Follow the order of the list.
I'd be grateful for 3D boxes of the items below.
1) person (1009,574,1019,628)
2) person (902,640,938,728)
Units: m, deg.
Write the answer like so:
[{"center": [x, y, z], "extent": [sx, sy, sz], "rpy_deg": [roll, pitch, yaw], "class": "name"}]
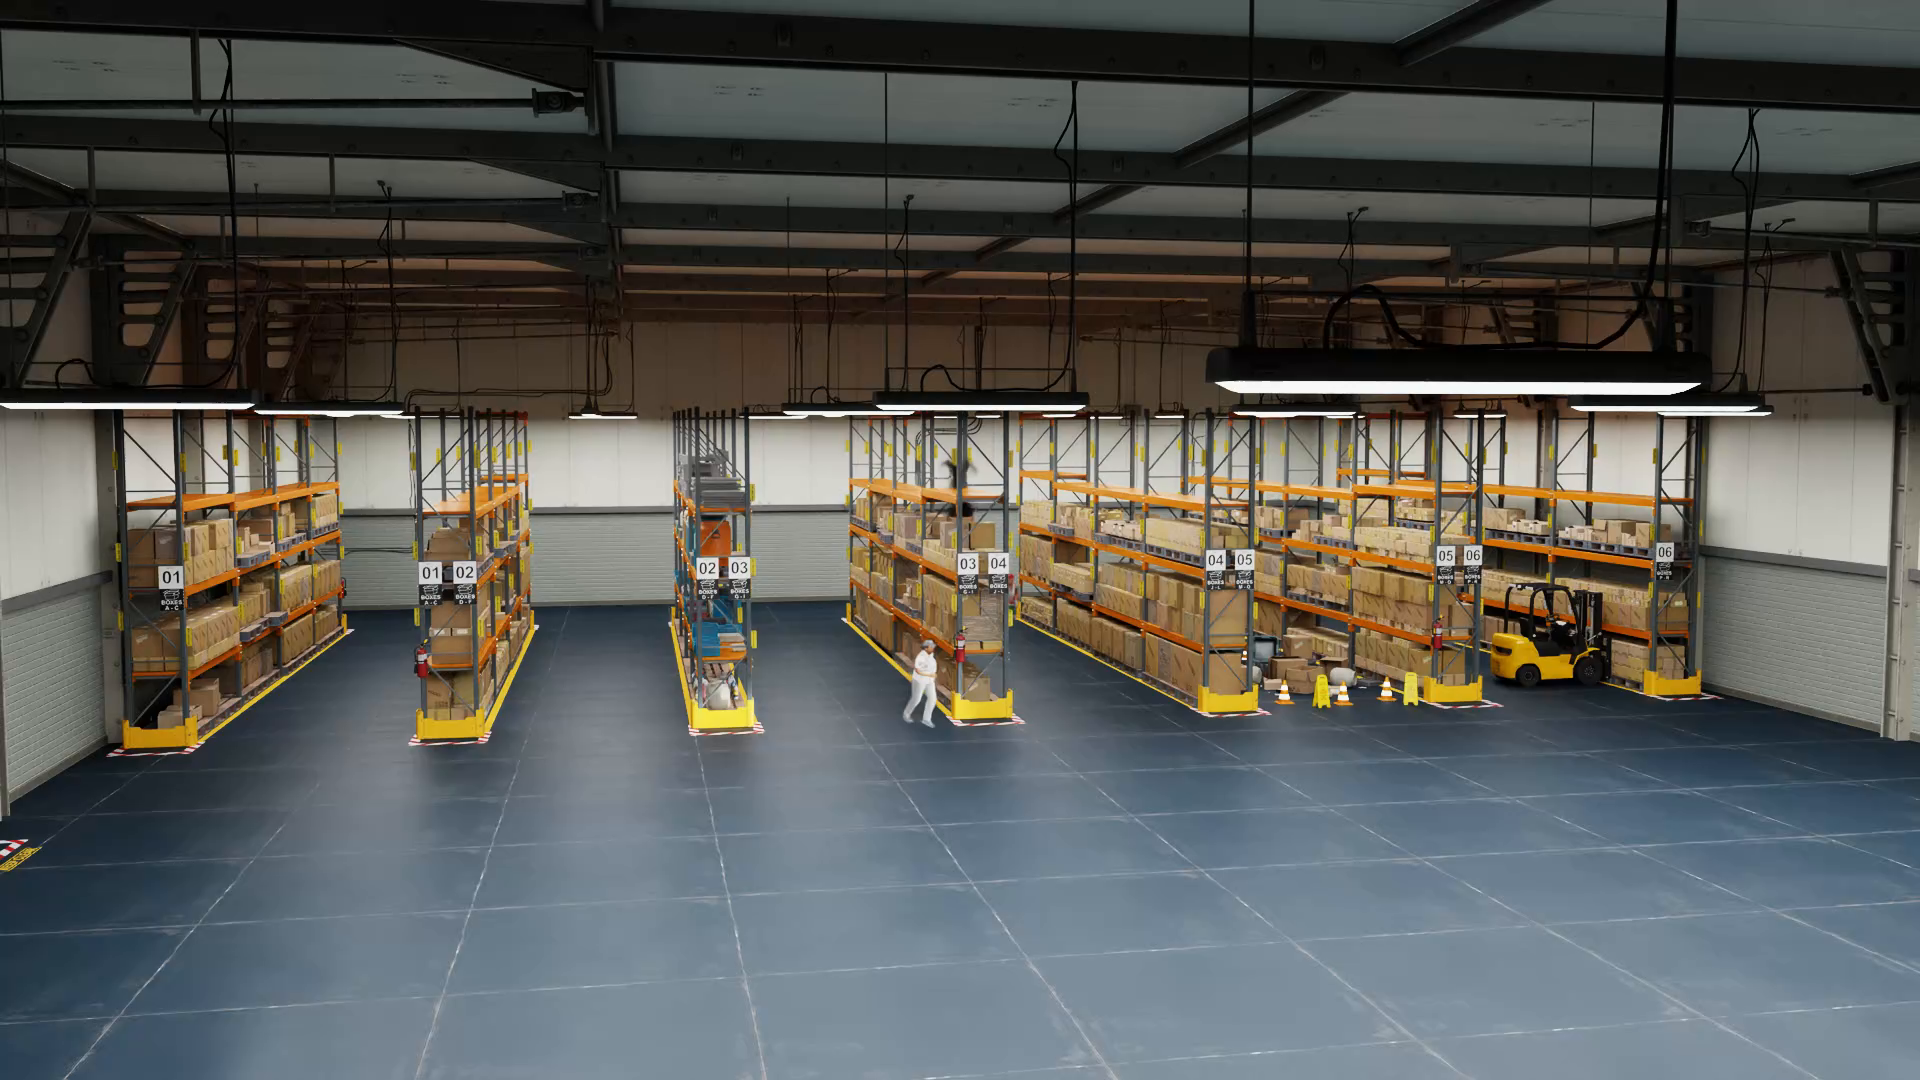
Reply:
[{"center": [1.242, 1.732, 44.181], "extent": [0.658, 1.713, 0.705], "rpy_deg": [-2, 5, -26], "class": "person"}, {"center": [-0.752, 2.690, 31.353], "extent": [0.793, 1.674, 0.586], "rpy_deg": [4, 5, 41], "class": "person"}]
